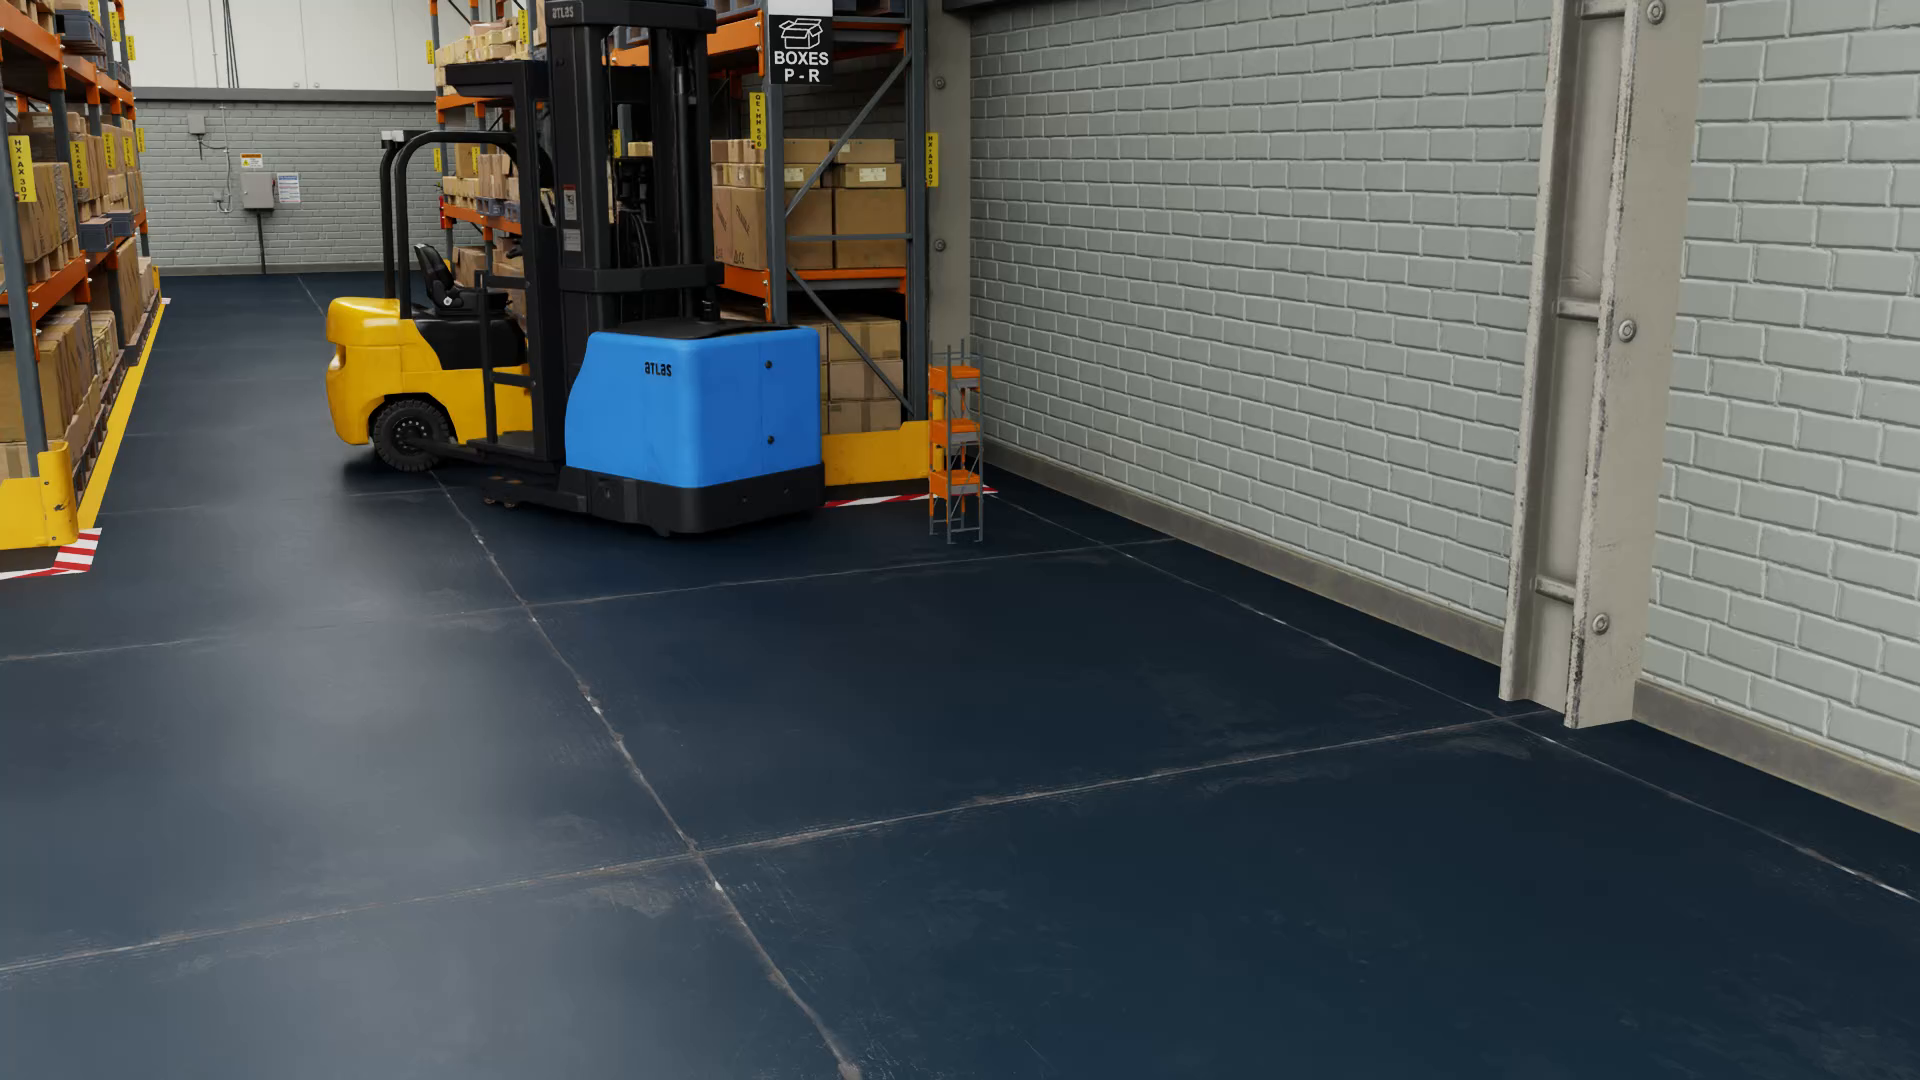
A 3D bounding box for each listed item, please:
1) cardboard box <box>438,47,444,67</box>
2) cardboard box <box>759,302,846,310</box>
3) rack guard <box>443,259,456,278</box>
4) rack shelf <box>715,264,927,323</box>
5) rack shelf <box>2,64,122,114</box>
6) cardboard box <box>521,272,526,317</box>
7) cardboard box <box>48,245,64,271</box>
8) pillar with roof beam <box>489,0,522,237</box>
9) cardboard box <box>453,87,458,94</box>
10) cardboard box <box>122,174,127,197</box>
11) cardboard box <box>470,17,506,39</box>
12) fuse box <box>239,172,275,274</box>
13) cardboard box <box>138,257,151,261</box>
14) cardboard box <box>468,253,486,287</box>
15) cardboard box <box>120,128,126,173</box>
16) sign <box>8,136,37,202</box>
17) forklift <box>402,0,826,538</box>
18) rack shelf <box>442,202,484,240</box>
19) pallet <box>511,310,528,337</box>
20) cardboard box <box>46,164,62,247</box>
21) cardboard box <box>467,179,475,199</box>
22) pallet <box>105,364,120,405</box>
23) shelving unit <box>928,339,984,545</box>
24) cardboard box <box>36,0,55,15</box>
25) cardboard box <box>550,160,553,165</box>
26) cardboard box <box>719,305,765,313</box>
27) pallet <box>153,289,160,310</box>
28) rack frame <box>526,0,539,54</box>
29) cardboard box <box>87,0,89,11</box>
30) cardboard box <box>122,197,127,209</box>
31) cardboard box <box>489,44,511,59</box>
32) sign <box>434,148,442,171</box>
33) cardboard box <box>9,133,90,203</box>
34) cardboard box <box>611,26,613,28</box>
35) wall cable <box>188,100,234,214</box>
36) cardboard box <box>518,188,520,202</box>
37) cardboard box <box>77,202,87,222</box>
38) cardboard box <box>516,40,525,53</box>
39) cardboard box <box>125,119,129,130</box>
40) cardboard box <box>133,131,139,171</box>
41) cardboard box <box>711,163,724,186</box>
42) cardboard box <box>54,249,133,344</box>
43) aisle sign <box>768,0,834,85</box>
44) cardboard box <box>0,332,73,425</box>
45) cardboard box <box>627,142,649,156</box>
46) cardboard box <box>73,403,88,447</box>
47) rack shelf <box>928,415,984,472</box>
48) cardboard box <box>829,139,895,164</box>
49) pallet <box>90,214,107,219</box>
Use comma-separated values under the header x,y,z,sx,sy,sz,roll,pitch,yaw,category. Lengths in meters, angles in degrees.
x,y,z,sx,sy,sz,roll,pitch,yaw,category
-6.968,-6.716,23.145,0.500,0.250,0.500,-6,14,-23,cardboard box
-1.106,-1.530,11.777,0.500,0.250,0.500,-6,14,-23,cardboard box
-7.072,-3.926,24.726,1.175,0.500,0.348,-6,14,-23,rack guard
-1.494,-1.917,12.096,1.077,0.370,4.000,-6,14,-23,rack shelf
-9.246,-4.582,16.958,1.077,0.370,4.000,-6,14,-23,rack shelf
-4.667,-2.774,18.816,0.500,0.500,0.500,-5,14,-21,cardboard box
-5.813,-1.755,10.359,0.380,0.149,0.250,-5,14,-22,cardboard box
-11.301,-8.332,24.914,9.100,9.000,0.400,-6,14,-23,pillar with roof beam
-6.559,-6.035,22.200,0.380,0.149,0.250,-5,14,-22,cardboard box
-9.440,-3.883,18.219,0.500,0.250,0.500,-5,14,-22,cardboard box
-5.699,-6.179,20.087,0.396,0.266,0.258,-6,14,-24,cardboard box
-11.946,-5.406,28.431,0.539,1.711,0.414,-6,14,-23,fuse box
-11.293,-3.540,22.263,0.875,0.438,0.875,-6,14,-25,cardboard box
-6.222,-3.617,22.459,0.700,0.500,0.500,-6,14,-25,cardboard box
-9.638,-4.351,18.576,0.500,0.500,0.500,-5,14,-21,cardboard box
-4.743,-1.876,8.403,0.100,0.325,0.005,-6,14,-23,sign
-2.212,-1.692,9.680,3.031,2.935,1.130,11,17,39,forklift
-6.301,-4.396,22.808,1.077,0.370,4.000,-6,14,-23,rack shelf
-4.647,-2.558,19.454,1.003,0.211,1.213,-6,14,-23,pallet
-5.802,-2.038,10.141,0.500,0.500,0.500,-6,14,-24,cardboard box
-6.142,-4.591,21.725,0.500,0.250,0.500,-6,14,-23,cardboard box
-7.648,-1.286,13.959,1.003,0.211,1.213,-6,14,-23,pallet
-0.021,-0.523,8.799,0.215,1.050,0.252,-6,14,-23,shelving unit
-6.418,-3.698,11.214,0.500,0.250,0.500,-6,14,-23,cardboard box
-3.932,-3.724,16.649,0.380,0.149,0.250,-5,14,-22,cardboard box
-1.585,-1.482,11.569,0.500,0.250,0.500,-5,14,-22,cardboard box
-11.257,-3.194,22.203,1.003,0.211,1.213,-6,14,-23,pallet
-3.898,-6.430,16.694,1.000,3.000,0.127,-6,14,-23,rack frame
-7.135,-4.188,13.062,0.500,0.250,0.500,-6,14,-24,cardboard box
-9.433,-3.636,18.261,0.500,0.250,0.500,-6,14,-24,cardboard box
-5.106,-5.513,18.789,0.380,0.149,0.250,-5,14,-22,cardboard box
-7.600,-5.533,24.202,0.100,0.325,0.005,-6,14,-23,sign
-6.767,-2.753,12.298,0.500,0.500,0.500,-5,14,-22,cardboard box
-2.809,-4.479,13.964,0.500,0.311,0.500,-6,14,-25,cardboard box
-12.634,-6.499,28.045,0.588,1.984,0.122,-6,14,-23,wall cable
-4.513,-3.690,17.788,0.380,0.149,0.250,-5,14,-22,cardboard box
-6.774,-2.457,12.457,0.380,0.149,0.250,-5,14,-22,cardboard box
-4.568,-5.300,17.915,0.380,0.149,0.250,-6,14,-23,cardboard box
-10.954,-5.355,21.476,0.380,0.149,0.250,-5,14,-22,cardboard box
-11.001,-5.063,21.655,0.500,0.500,0.500,-6,14,-23,cardboard box
-1.505,-2.478,11.263,0.380,0.149,0.250,-6,14,-25,cardboard box
-8.645,-2.378,16.271,0.875,0.875,0.875,-6,14,-23,cardboard box
-0.936,-3.081,9.763,0.394,0.787,0.004,-6,14,-23,aisle sign
-5.533,-0.940,9.781,0.500,0.500,0.500,-6,14,-25,cardboard box
-2.440,-3.098,13.282,0.380,0.149,0.250,-5,14,-22,cardboard box
-5.737,-0.680,10.320,0.500,0.250,0.500,-5,14,-19,cardboard box
-0.021,-0.512,8.802,0.215,0.259,0.240,-6,14,-23,rack shelf
-0.632,-2.453,10.494,0.380,0.149,0.250,-6,14,-24,cardboard box
-7.614,-2.559,13.701,1.003,0.211,1.213,-6,14,-23,pallet
